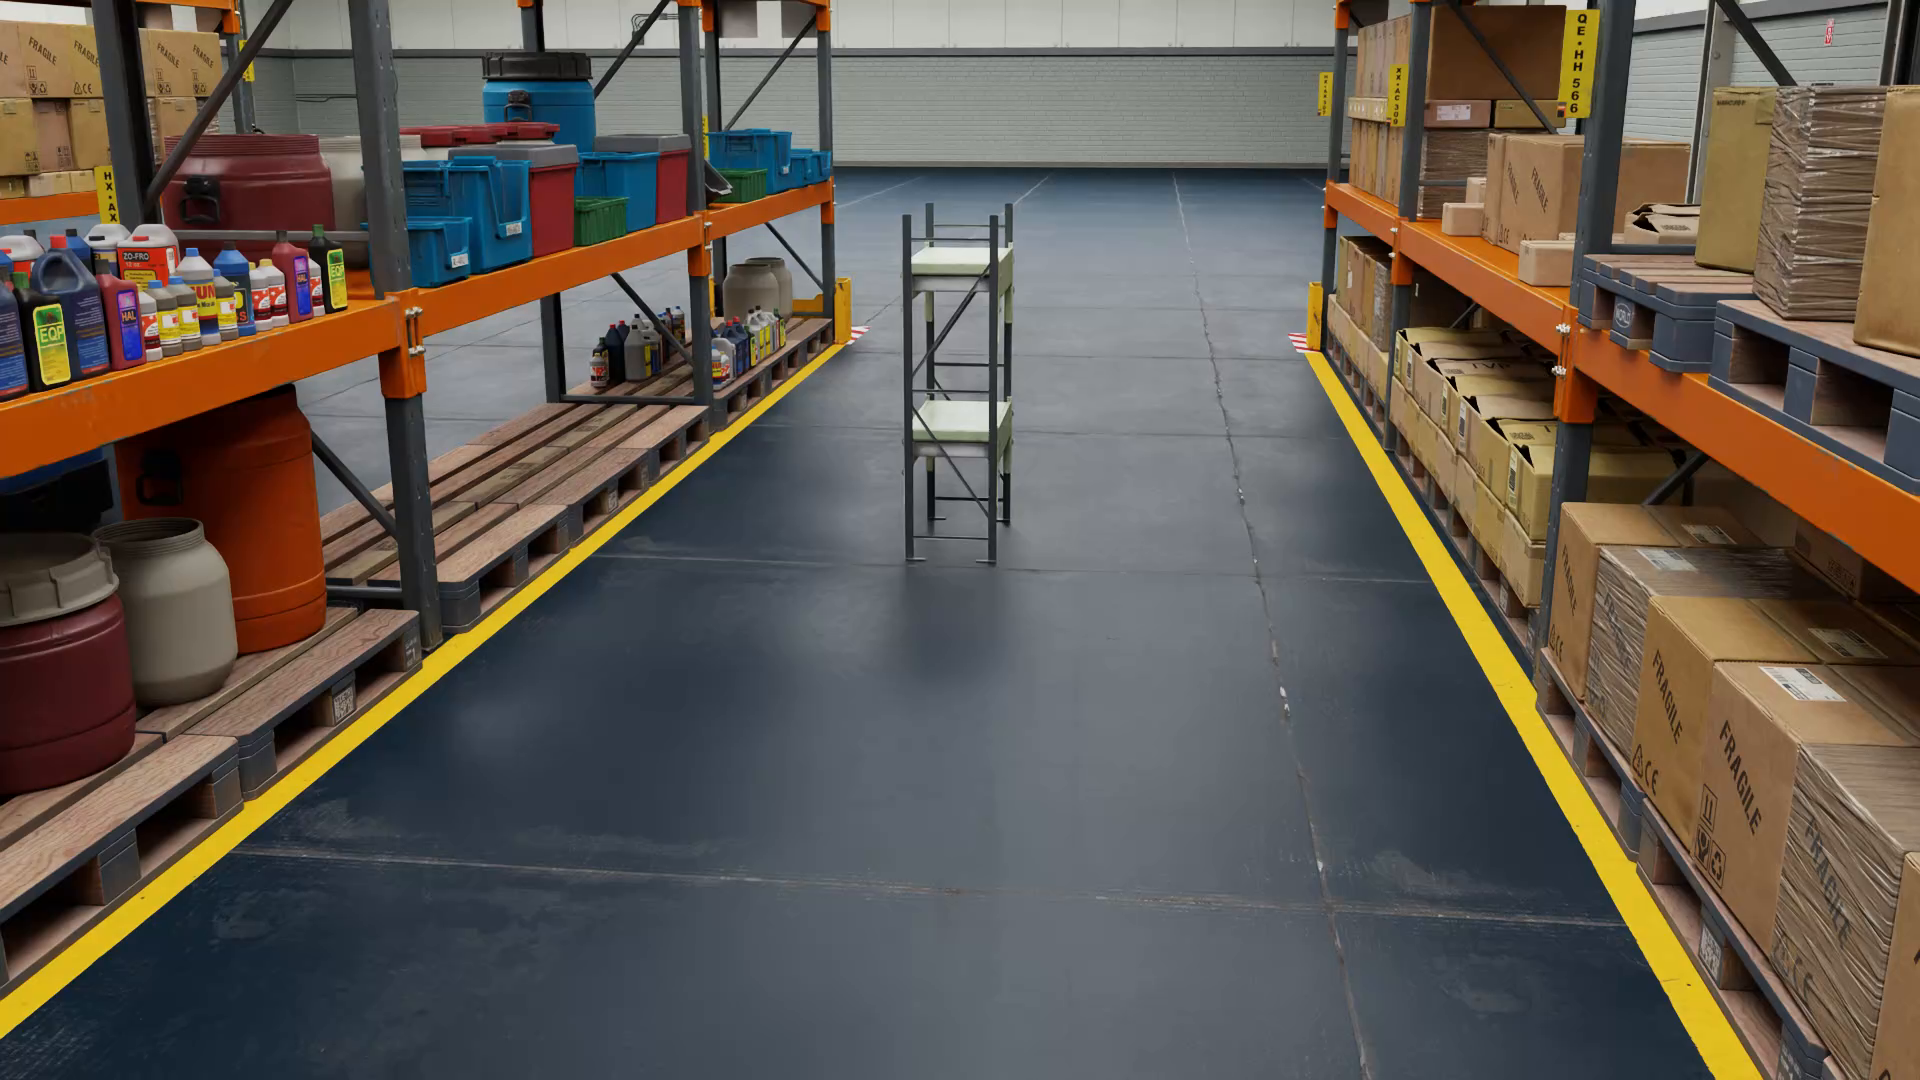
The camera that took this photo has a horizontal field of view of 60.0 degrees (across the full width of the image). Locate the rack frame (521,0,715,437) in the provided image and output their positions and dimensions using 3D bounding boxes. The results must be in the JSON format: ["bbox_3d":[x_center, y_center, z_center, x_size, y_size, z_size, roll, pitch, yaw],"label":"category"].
[{"bbox_3d":[-1.987,-2.097,9.670,1.000,3.000,0.127,2,15,6],"label":"rack frame"}]

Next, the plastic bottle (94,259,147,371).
[{"bbox_3d":[-2.189,-0.589,4.317,0.061,0.283,0.133,2,15,6],"label":"plastic bottle"}]

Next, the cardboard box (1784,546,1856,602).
[{"bbox_3d":[2.611,0.331,4.636,0.500,0.500,0.500,2,15,8],"label":"cardboard box"}]

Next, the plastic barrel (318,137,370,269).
[{"bbox_3d":[-2.534,-1.386,6.828,0.421,0.512,0.421,0,15,0],"label":"plastic barrel"}]

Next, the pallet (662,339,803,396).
[{"bbox_3d":[-1.734,-1.241,11.847,1.003,0.211,1.213,2,15,6],"label":"pallet"}]

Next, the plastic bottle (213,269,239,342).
[{"bbox_3d":[-2.150,-0.681,4.814,0.097,0.201,0.097,0,15,0],"label":"plastic bottle"}]

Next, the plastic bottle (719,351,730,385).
[{"bbox_3d":[-1.492,-1.081,10.430,0.097,0.201,0.097,0,15,0],"label":"plastic bottle"}]

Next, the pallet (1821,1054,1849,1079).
[{"bbox_3d":[2.086,1.259,2.601,1.003,0.211,1.213,2,15,6],"label":"pallet"}]

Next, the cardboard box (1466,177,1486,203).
[{"bbox_3d":[2.923,-1.748,8.669,0.500,0.250,0.500,3,15,10],"label":"cardboard box"}]

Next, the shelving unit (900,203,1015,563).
[{"bbox_3d":[0.001,-0.726,7.473,0.431,1.500,0.755,2,15,6],"label":"shelving unit"}]

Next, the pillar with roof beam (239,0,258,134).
[{"bbox_3d":[-14.547,-14.113,42.616,9.100,9.000,0.400,2,15,6],"label":"pillar with roof beam"}]

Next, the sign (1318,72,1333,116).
[{"bbox_3d":[2.835,-3.461,12.906,0.100,0.325,0.005,2,15,6],"label":"sign"}]

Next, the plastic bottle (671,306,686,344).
[{"bbox_3d":[-2.049,-1.568,12.100,0.097,0.271,0.097,0,15,0],"label":"plastic bottle"}]

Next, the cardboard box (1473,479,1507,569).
[{"bbox_3d":[2.355,-0.065,6.620,0.500,0.250,0.500,2,15,6],"label":"cardboard box"}]

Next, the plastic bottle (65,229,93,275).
[{"bbox_3d":[-2.848,-0.865,5.362,0.097,0.271,0.097,0,15,0],"label":"plastic bottle"}]

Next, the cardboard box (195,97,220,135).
[{"bbox_3d":[-6.546,-3.330,13.469,0.875,0.500,0.500,2,15,6],"label":"cardboard box"}]

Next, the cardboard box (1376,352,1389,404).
[{"bbox_3d":[2.770,-0.952,9.899,0.500,0.250,0.500,2,15,6],"label":"cardboard box"}]

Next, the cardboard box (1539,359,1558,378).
[{"bbox_3d":[3.063,-0.718,7.960,0.500,0.311,0.500,2,15,6],"label":"cardboard box"}]

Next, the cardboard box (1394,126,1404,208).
[{"bbox_3d":[3.032,-2.250,10.046,0.700,0.500,0.500,2,15,6],"label":"cardboard box"}]

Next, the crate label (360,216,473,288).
[{"bbox_3d":[-2.018,-1.077,6.218,0.303,0.233,0.416,2,15,6],"label":"crate label"}]

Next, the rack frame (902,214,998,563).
[{"bbox_3d":[-0.041,-0.631,7.122,0.400,1.500,0.023,2,15,6],"label":"rack frame"}]

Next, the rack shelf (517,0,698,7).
[{"bbox_3d":[-2.212,-2.679,7.454,1.077,0.370,4.000,2,15,6],"label":"rack shelf"}]

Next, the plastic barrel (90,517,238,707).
[{"bbox_3d":[-2.451,0.215,5.080,0.421,0.512,0.421,0,15,0],"label":"plastic barrel"}]

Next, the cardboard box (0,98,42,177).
[{"bbox_3d":[-6.704,-2.678,11.058,0.875,0.500,0.500,2,15,6],"label":"cardboard box"}]

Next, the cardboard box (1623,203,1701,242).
[{"bbox_3d":[2.777,-1.096,6.138,0.500,0.311,0.500,2,15,6],"label":"cardboard box"}]

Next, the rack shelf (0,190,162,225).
[{"bbox_3d":[-6.682,-2.414,12.221,1.077,0.370,4.000,2,15,6],"label":"rack shelf"}]

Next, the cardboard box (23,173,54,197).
[{"bbox_3d":[-6.455,-2.427,11.373,0.380,0.149,0.250,2,15,6],"label":"cardboard box"}]

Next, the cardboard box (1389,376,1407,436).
[{"bbox_3d":[2.643,-0.728,9.071,0.500,0.250,0.500,1,15,5],"label":"cardboard box"}]

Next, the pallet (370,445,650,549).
[{"bbox_3d":[-2.172,-0.228,8.103,1.003,0.211,1.213,2,15,6],"label":"pallet"}]

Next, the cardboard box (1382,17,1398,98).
[{"bbox_3d":[3.148,-3.130,10.815,0.700,0.500,0.500,2,15,6],"label":"cardboard box"}]

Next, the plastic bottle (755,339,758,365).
[{"bbox_3d":[-1.407,-1.277,11.157,0.097,0.201,0.097,0,15,0],"label":"plastic bottle"}]

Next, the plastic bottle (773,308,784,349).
[{"bbox_3d":[-1.302,-1.515,11.880,0.061,0.283,0.133,2,15,8],"label":"plastic bottle"}]

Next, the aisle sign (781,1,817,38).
[{"bbox_3d":[-1.232,-4.399,13.204,0.394,0.787,0.004,2,15,6],"label":"aisle sign"}]

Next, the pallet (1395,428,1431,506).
[{"bbox_3d":[2.890,-0.412,8.780,1.003,0.211,1.213,2,15,6],"label":"pallet"}]

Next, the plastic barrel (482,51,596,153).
[{"bbox_3d":[-2.331,-2.247,9.267,0.600,0.901,0.708,2,15,6],"label":"plastic barrel"}]

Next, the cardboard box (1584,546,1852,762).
[{"bbox_3d":[2.095,0.327,4.650,0.500,0.500,0.500,1,15,4],"label":"cardboard box"}]

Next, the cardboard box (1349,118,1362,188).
[{"bbox_3d":[3.321,-2.915,12.504,0.700,0.500,0.500,2,15,6],"label":"cardboard box"}]

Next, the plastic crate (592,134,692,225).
[{"bbox_3d":[-1.737,-1.993,9.163,0.402,0.464,0.583,2,15,6],"label":"plastic crate"}]

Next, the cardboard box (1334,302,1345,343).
[{"bbox_3d":[3.052,-1.600,12.297,0.500,0.250,0.500,2,15,6],"label":"cardboard box"}]

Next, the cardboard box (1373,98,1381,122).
[{"bbox_3d":[2.954,-2.855,11.038,0.380,0.149,0.250,2,15,7],"label":"cardboard box"}]

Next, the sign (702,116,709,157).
[{"bbox_3d":[-2.081,-3.285,13.534,0.100,0.325,0.005,2,15,6],"label":"sign"}]

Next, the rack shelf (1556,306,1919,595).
[{"bbox_3d":[2.258,-0.046,3.465,1.077,0.370,4.000,2,15,6],"label":"rack shelf"}]

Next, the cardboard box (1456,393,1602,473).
[{"bbox_3d":[2.410,-0.467,7.033,0.500,0.311,0.500,2,15,6],"label":"cardboard box"}]

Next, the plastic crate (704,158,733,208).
[{"bbox_3d":[-1.801,-2.199,10.166,0.767,0.338,0.504,2,15,6],"label":"plastic crate"}]

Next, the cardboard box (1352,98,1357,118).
[{"bbox_3d":[3.101,-3.185,12.259,0.380,0.149,0.250,1,15,5],"label":"cardboard box"}]

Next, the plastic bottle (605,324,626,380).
[{"bbox_3d":[-2.200,-1.206,10.607,0.144,0.351,0.185,1,15,5],"label":"plastic bottle"}]

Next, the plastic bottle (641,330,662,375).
[{"bbox_3d":[-2.029,-1.222,10.809,0.152,0.276,0.135,2,15,6],"label":"plastic bottle"}]

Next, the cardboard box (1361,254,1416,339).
[{"bbox_3d":[2.891,-1.573,10.760,0.500,0.500,0.500,2,15,6],"label":"cardboard box"}]

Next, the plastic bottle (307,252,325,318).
[{"bbox_3d":[-2.091,-0.817,5.316,0.097,0.201,0.097,0,15,0],"label":"plastic bottle"}]

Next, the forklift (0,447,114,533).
[{"bbox_3d":[-4.745,-1.146,6.284,1.130,2.935,3.031,2,15,7],"label":"forklift"}]

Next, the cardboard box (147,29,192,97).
[{"bbox_3d":[-6.324,-3.675,12.829,0.500,0.500,0.500,2,15,6],"label":"cardboard box"}]
